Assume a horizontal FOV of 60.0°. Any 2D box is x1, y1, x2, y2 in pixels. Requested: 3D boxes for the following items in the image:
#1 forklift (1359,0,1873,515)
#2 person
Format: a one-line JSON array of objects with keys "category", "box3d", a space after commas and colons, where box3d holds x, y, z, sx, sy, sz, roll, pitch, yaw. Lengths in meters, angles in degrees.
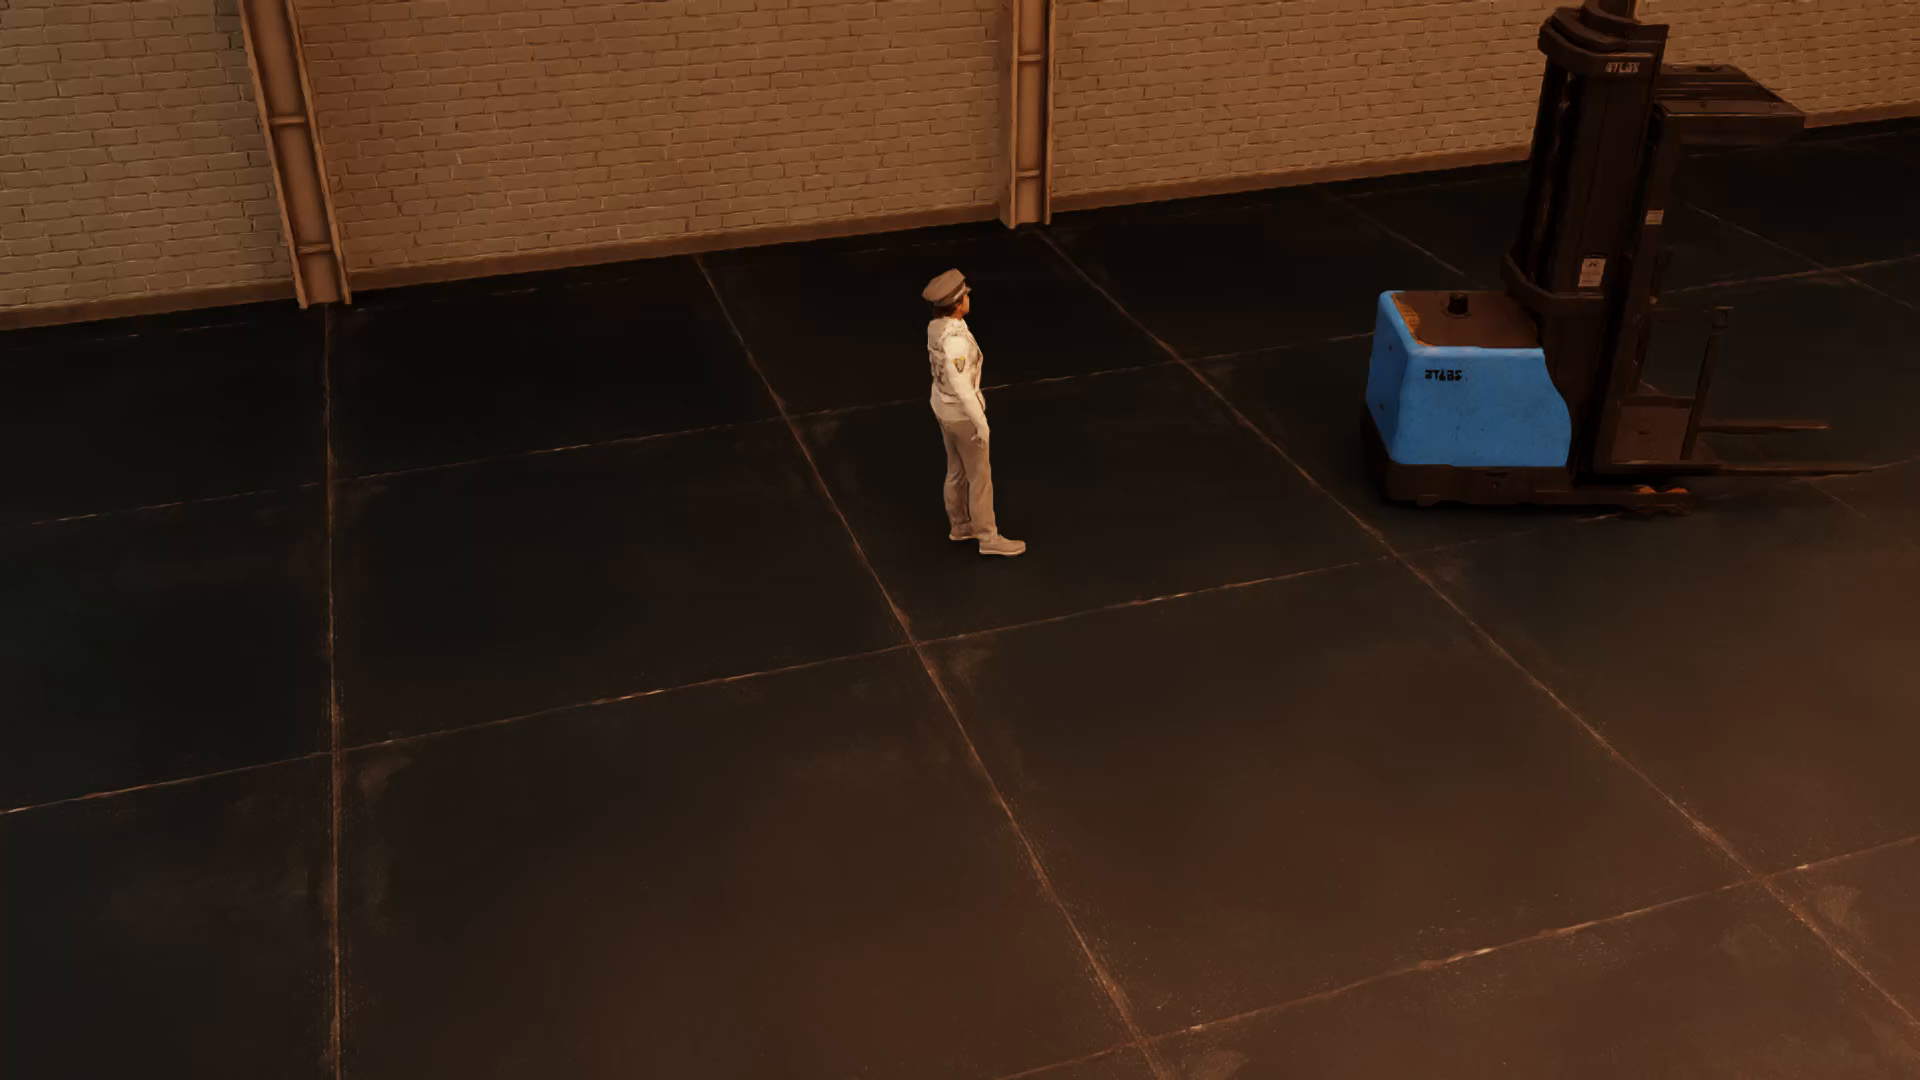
[{"category": "forklift", "box3d": [4.174, -1.696, 10.035, 3.031, 2.935, 1.130, 1, 30, 1]}, {"category": "person", "box3d": [0.066, -0.749, 9.613, 0.533, 1.695, 0.586, -10, 31, -16]}]
